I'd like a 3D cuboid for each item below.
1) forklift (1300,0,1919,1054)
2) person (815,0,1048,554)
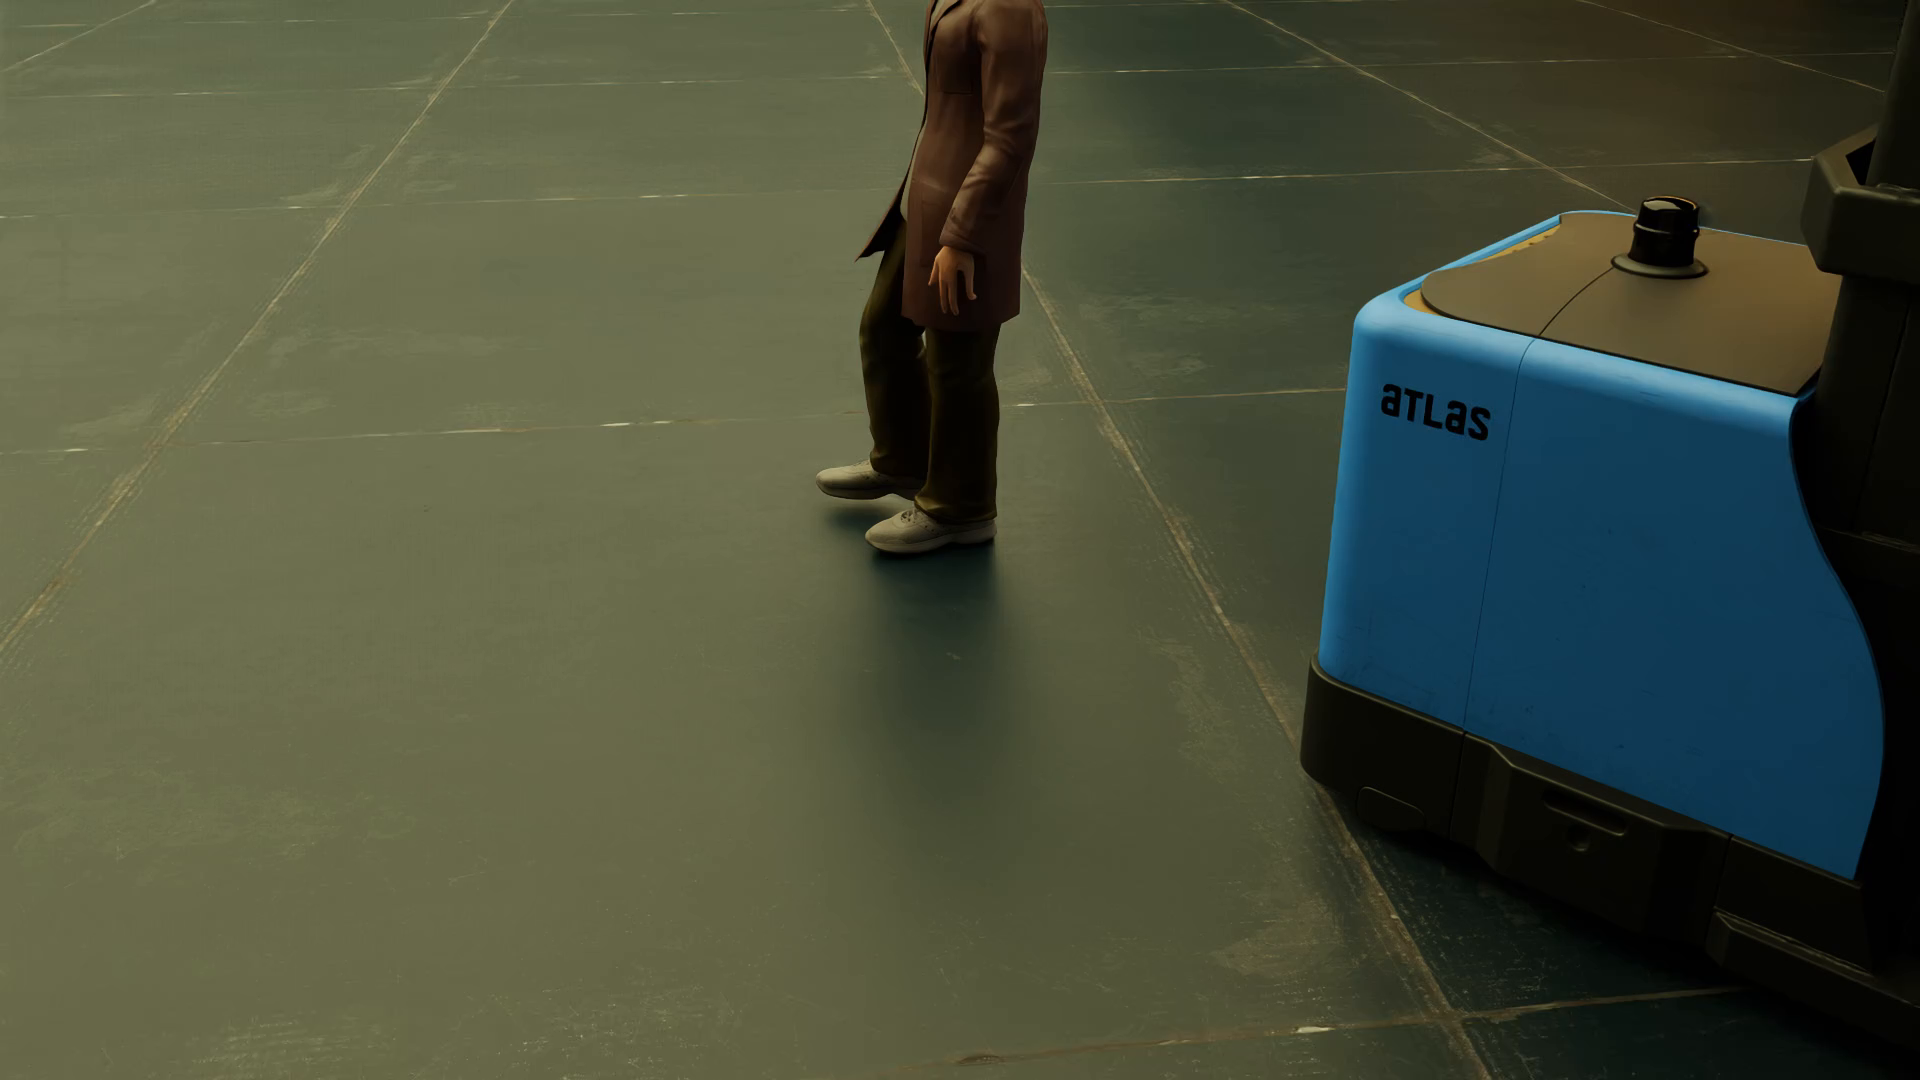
[{"bbox_3d":[2.144,-0.513,2.296,3.031,2.935,1.130,21,33,37],"label":"forklift"},{"bbox_3d":[-0.091,-0.804,4.210,0.583,1.774,0.694,-3,26,-7],"label":"person"}]
